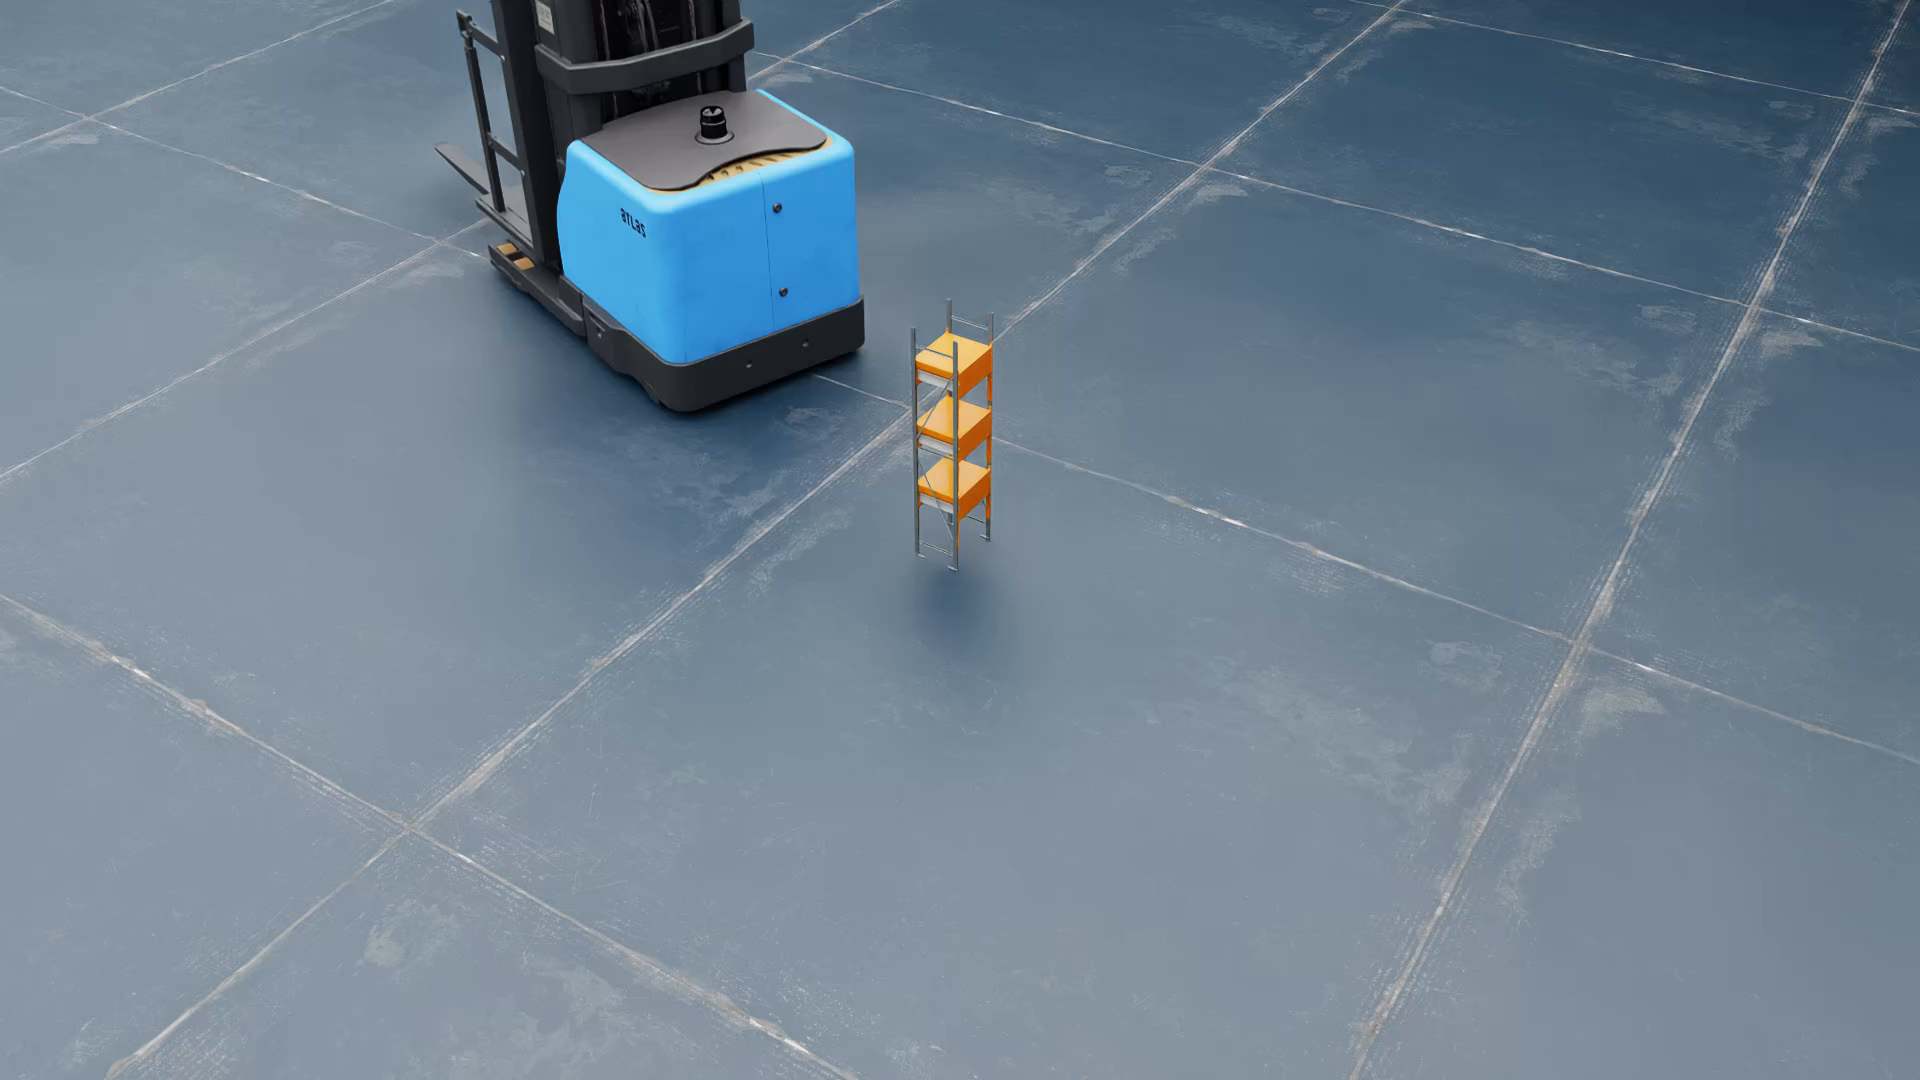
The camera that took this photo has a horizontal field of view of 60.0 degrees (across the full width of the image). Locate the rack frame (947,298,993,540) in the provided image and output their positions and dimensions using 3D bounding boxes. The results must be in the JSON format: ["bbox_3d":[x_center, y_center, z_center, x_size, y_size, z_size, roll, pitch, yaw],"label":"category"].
[{"bbox_3d":[0.037,-0.451,6.475,0.200,1.050,0.008,21,42,25],"label":"rack frame"}]

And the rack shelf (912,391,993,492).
[{"bbox_3d":[-0.029,-0.380,6.400,0.215,0.259,0.240,21,42,25],"label":"rack shelf"}]

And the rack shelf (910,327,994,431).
[{"bbox_3d":[-0.029,-0.605,6.227,0.215,0.259,0.240,21,42,25],"label":"rack shelf"}]

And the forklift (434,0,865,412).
[{"bbox_3d":[-1.740,-2.575,7.690,1.130,2.935,3.031,-25,44,-29],"label":"forklift"}]

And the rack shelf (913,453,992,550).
[{"bbox_3d":[-0.029,-0.160,6.570,0.215,0.259,0.240,21,42,25],"label":"rack shelf"}]

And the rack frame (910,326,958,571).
[{"bbox_3d":[-0.094,-0.325,6.312,0.200,1.050,0.008,21,42,25],"label":"rack frame"}]

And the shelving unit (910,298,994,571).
[{"bbox_3d":[-0.029,-0.388,6.394,0.215,1.050,0.252,21,42,25],"label":"shelving unit"}]
